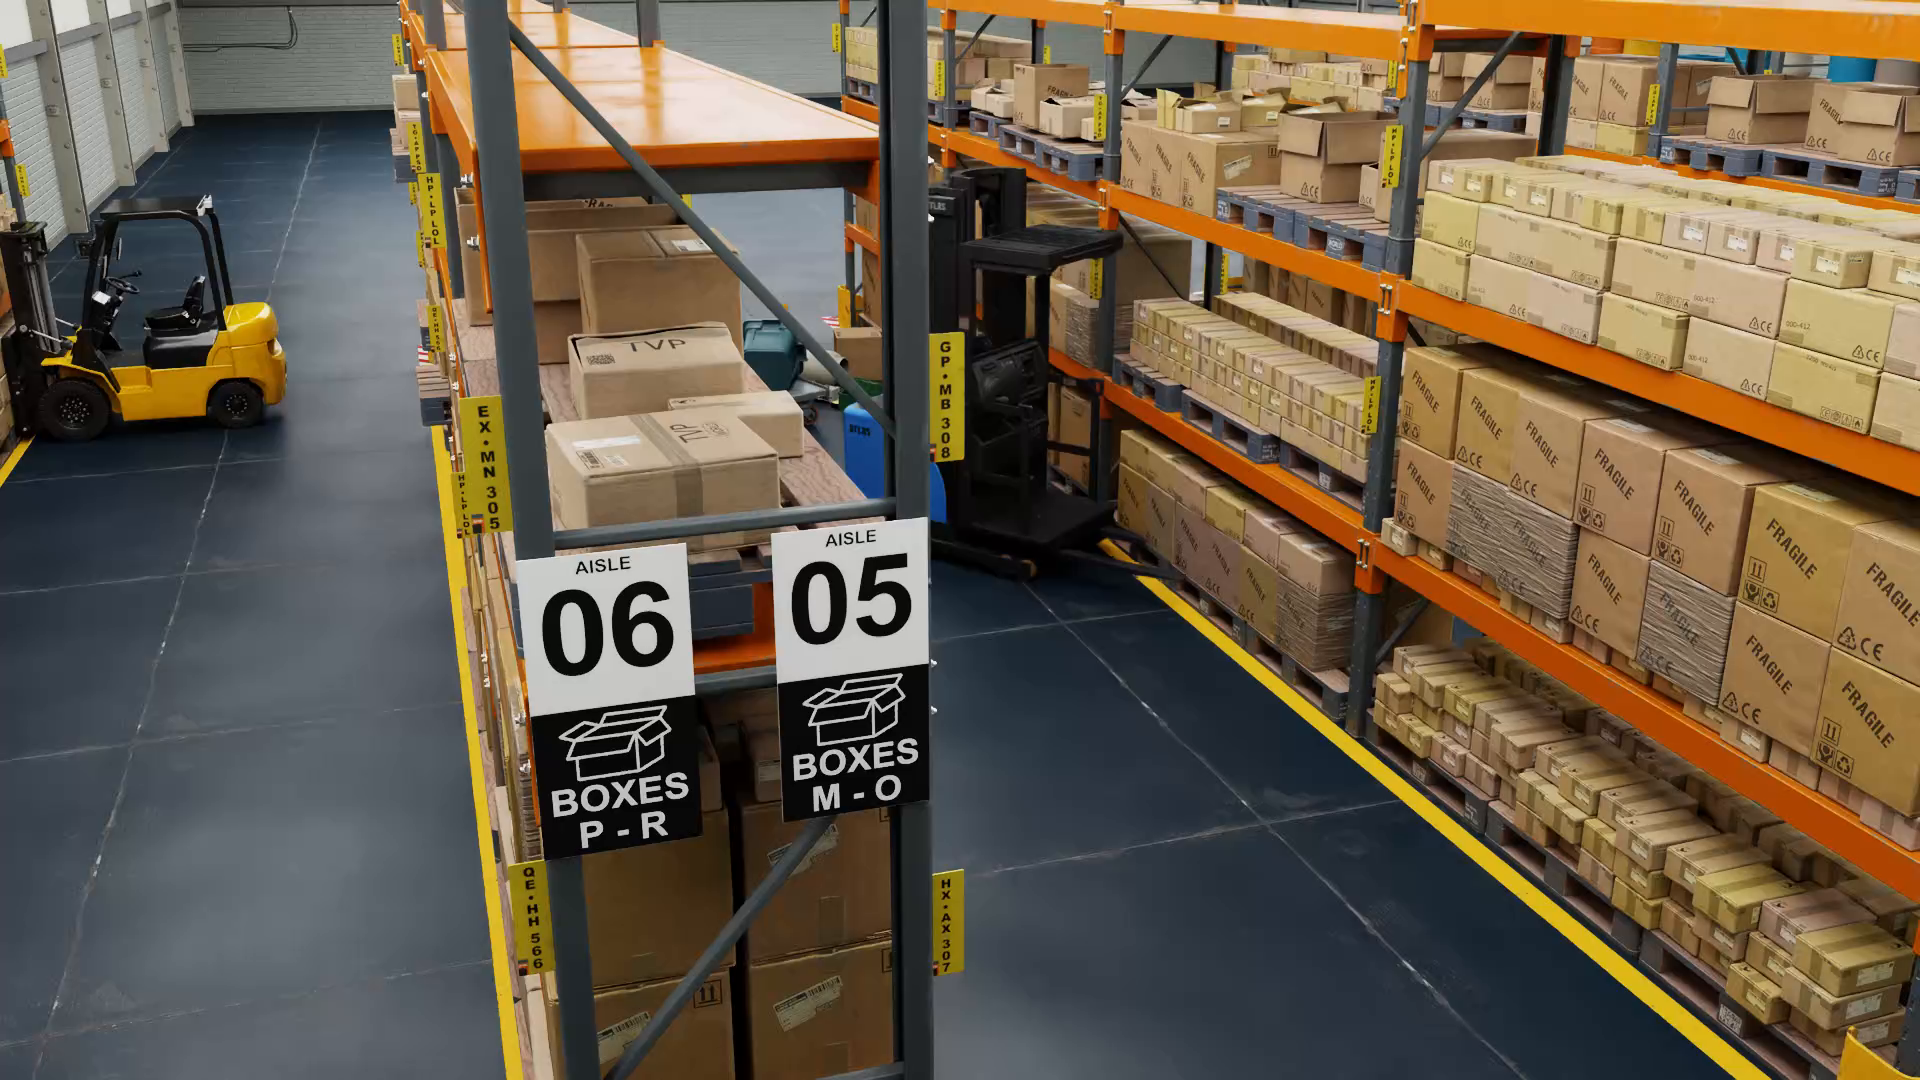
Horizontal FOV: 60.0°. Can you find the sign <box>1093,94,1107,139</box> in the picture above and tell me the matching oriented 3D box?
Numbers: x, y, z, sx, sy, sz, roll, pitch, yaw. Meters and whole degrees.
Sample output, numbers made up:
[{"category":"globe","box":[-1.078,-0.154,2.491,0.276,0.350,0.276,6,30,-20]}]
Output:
[{"category":"sign","box":[1.057,-3.195,12.555,0.100,0.325,0.005,-6,21,-17]}]

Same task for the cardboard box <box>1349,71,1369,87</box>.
[{"category":"cardboard box","box":[4.535,-5.106,18.390,0.380,0.149,0.250,-7,21,-20]}]

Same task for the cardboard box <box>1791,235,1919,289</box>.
[{"category":"cardboard box","box":[3.466,-1.076,6.431,0.380,0.149,0.250,-6,21,-16]}]

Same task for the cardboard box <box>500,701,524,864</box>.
[{"category":"cardboard box","box":[-1.458,0.902,6.320,0.500,0.500,0.500,-6,21,-16]}]

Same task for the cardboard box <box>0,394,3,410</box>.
[{"category":"cardboard box","box":[-9.068,-1.244,15.149,0.500,0.250,0.500,-6,21,-17]}]

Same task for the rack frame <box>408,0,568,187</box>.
[{"category":"rack frame","box":[-3.080,-3.824,10.751,1.000,3.000,0.127,-6,21,-17]}]

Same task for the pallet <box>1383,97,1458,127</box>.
[{"category":"pallet","box":[5.163,-4.451,17.212,1.213,0.211,1.003,-6,21,-17]}]

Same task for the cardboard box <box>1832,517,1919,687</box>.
[{"category":"cardboard box","box":[3.721,0.230,6.271,0.500,0.500,0.500,-7,21,-18]}]

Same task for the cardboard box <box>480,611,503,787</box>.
[{"category":"cardboard box","box":[-2.094,0.895,9.010,0.875,0.875,0.875,-6,21,-16]}]

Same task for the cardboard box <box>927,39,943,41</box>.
[{"category":"cardboard box","box":[-0.246,-5.001,16.889,0.380,0.149,0.250,-6,21,-17]}]

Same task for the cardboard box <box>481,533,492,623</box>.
[{"category":"cardboard box","box":[-1.751,0.107,7.055,0.500,0.500,0.500,-7,21,-18]}]

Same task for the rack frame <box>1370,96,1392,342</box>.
[{"category":"rack frame","box":[5.070,-3.337,18.270,1.000,3.000,0.127,-6,21,-17]}]

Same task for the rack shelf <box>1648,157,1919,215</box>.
[{"category":"rack shelf","box":[6.956,-2.485,12.524,1.077,0.370,4.000,-6,21,-17]}]

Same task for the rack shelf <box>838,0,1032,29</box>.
[{"category":"rack shelf","box":[-0.299,-5.781,17.855,1.077,0.370,4.000,-6,21,-17]}]

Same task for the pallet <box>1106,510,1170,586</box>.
[{"category":"pallet","box":[1.831,0.004,13.092,1.003,0.211,1.213,-6,21,-17]}]

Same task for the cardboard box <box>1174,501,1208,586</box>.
[{"category":"cardboard box","box":[1.894,-0.001,12.058,0.500,0.500,0.500,-7,21,-19]}]

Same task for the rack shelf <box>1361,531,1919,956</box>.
[{"category":"rack shelf","box":[3.473,0.705,8.081,1.077,0.370,4.000,-6,21,-17]}]

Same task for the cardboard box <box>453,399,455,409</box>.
[{"category":"cardboard box","box":[-2.994,-0.811,10.718,0.500,0.250,0.500,-6,21,-16]}]

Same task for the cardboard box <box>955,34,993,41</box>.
[{"category":"cardboard box","box":[0.137,-5.317,17.768,0.380,0.149,0.250,-6,21,-17]}]

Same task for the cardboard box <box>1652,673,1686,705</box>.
[{"category":"cardboard box","box":[3.409,0.629,7.599,0.380,0.149,0.250,-7,21,-19]}]

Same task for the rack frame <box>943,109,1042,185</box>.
[{"category":"rack frame","box":[0.330,-2.843,16.893,1.000,3.000,0.127,-6,21,-17]}]

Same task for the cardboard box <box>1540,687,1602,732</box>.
[{"category":"cardboard box","box":[3.414,0.924,9.124,0.380,0.149,0.250,-6,21,-15]}]

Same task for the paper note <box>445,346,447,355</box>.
[{"category":"paper note","box":[-1.779,-0.657,5.743,0.006,0.032,0.123,-6,21,-17]}]

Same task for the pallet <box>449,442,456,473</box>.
[{"category":"pallet","box":[-4.092,-0.722,15.115,1.003,0.211,1.213,-6,21,-17]}]

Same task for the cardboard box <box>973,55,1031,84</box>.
[{"category":"cardboard box","box":[0.442,-4.755,16.793,0.500,0.250,0.500,-6,21,-17]}]

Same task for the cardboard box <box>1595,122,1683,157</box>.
[{"category":"cardboard box","box":[5.945,-3.521,14.567,0.500,0.250,0.500,-6,21,-17]}]

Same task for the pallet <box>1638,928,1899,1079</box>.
[{"category":"pallet","box":[3.856,2.032,7.448,1.003,0.211,1.213,-6,21,-17]}]

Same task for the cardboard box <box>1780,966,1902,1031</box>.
[{"category":"cardboard box","box":[3.665,1.873,6.920,0.380,0.149,0.250,-7,21,-19]}]

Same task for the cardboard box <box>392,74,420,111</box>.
[{"category":"cardboard box","box":[-4.368,-3.669,13.619,0.500,0.250,0.500,-7,21,-18]}]

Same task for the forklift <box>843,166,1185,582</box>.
[{"category":"forklift","box":[0.553,-1.269,12.612,3.031,2.935,1.130,13,24,33]}]

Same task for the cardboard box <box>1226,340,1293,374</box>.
[{"category":"cardboard box","box":[2.038,-1.247,11.322,0.380,0.149,0.250,-7,21,-18]}]

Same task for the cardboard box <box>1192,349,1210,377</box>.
[{"category":"cardboard box","box":[1.880,-1.269,11.822,0.380,0.149,0.250,-6,21,-17]}]

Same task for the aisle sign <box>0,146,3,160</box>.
[{"category":"aisle sign","box":[-10.048,-4.315,17.147,0.394,0.787,0.004,-6,21,-17]}]

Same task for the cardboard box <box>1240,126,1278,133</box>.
[{"category":"cardboard box","box":[2.177,-2.702,11.918,0.500,0.500,0.500,-6,21,-17]}]

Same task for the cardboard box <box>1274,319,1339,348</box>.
[{"category":"cardboard box","box":[2.493,-1.482,11.974,0.380,0.149,0.250,-6,21,-17]}]

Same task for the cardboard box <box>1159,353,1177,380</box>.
[{"category":"cardboard box","box":[1.705,-1.301,12.351,0.380,0.149,0.250,-5,20,-14]}]

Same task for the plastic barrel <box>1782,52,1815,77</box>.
[{"category":"plastic barrel","box":[9.823,-5.684,19.581,0.421,0.512,0.421,0,20,0]}]

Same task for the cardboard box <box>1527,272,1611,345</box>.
[{"category":"cardboard box","box":[3.050,-1.111,7.856,0.500,0.250,0.500,-5,20,-15]}]

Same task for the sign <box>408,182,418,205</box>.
[{"category":"sign","box":[-6.110,-3.918,18.605,0.100,0.325,0.005,-6,21,-17]}]

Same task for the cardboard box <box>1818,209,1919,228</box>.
[{"category":"cardboard box","box":[3.887,-1.307,7.072,0.380,0.149,0.250,-6,21,-16]}]

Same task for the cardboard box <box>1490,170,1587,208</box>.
[{"category":"cardboard box","box":[2.892,-1.755,8.320,0.380,0.149,0.250,-7,21,-18]}]

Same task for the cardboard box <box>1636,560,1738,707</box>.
[{"category":"cardboard box","box":[3.390,0.377,7.342,0.500,0.500,0.500,-6,21,-17]}]

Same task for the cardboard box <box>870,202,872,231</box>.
[{"category":"cardboard box","box":[-0.574,-3.908,19.639,0.875,0.550,0.550,-6,21,-17]}]

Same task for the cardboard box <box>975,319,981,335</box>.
[{"category":"cardboard box","box":[0.610,-1.792,16.675,1.050,0.750,0.750,-6,21,-17]}]

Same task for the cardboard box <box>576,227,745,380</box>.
[{"category":"cardboard box","box":[-1.057,-0.800,5.851,0.500,0.500,0.500,-6,21,-16]}]

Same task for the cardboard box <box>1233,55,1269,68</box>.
[{"category":"cardboard box","box":[3.680,-6.037,20.980,0.380,0.149,0.250,-7,21,-18]}]

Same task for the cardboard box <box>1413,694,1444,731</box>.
[{"category":"cardboard box","box":[2.819,0.951,9.488,0.380,0.149,0.250,-6,21,-17]}]

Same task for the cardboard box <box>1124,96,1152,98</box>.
[{"category":"cardboard box","box":[1.411,-3.561,13.909,0.500,0.250,0.500,-6,21,-16]}]

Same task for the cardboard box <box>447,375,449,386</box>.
[{"category":"cardboard box","box":[-3.560,-1.239,12.178,0.380,0.149,0.250,-6,21,-16]}]

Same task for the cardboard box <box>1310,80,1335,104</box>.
[{"category":"cardboard box","box":[4.359,-5.129,19.042,0.500,0.250,0.500,-7,21,-18]}]

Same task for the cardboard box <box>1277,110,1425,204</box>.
[{"category":"cardboard box","box":[2.483,-2.443,10.569,0.797,0.503,0.637,-7,21,-18]}]

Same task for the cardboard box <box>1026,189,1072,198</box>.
[{"category":"cardboard box","box":[0.655,-3.037,15.807,0.700,0.500,0.500,-7,21,-18]}]

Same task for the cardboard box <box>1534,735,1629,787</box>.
[{"category":"cardboard box","box":[3.182,1.142,8.515,0.380,0.149,0.250,-7,21,-19]}]

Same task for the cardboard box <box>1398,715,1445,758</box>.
[{"category":"cardboard box","box":[2.737,1.105,9.499,0.380,0.149,0.250,-6,21,-16]}]

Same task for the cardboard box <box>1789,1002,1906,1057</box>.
[{"category":"cardboard box","box":[3.738,2.006,6.992,0.380,0.149,0.250,-6,21,-16]}]
